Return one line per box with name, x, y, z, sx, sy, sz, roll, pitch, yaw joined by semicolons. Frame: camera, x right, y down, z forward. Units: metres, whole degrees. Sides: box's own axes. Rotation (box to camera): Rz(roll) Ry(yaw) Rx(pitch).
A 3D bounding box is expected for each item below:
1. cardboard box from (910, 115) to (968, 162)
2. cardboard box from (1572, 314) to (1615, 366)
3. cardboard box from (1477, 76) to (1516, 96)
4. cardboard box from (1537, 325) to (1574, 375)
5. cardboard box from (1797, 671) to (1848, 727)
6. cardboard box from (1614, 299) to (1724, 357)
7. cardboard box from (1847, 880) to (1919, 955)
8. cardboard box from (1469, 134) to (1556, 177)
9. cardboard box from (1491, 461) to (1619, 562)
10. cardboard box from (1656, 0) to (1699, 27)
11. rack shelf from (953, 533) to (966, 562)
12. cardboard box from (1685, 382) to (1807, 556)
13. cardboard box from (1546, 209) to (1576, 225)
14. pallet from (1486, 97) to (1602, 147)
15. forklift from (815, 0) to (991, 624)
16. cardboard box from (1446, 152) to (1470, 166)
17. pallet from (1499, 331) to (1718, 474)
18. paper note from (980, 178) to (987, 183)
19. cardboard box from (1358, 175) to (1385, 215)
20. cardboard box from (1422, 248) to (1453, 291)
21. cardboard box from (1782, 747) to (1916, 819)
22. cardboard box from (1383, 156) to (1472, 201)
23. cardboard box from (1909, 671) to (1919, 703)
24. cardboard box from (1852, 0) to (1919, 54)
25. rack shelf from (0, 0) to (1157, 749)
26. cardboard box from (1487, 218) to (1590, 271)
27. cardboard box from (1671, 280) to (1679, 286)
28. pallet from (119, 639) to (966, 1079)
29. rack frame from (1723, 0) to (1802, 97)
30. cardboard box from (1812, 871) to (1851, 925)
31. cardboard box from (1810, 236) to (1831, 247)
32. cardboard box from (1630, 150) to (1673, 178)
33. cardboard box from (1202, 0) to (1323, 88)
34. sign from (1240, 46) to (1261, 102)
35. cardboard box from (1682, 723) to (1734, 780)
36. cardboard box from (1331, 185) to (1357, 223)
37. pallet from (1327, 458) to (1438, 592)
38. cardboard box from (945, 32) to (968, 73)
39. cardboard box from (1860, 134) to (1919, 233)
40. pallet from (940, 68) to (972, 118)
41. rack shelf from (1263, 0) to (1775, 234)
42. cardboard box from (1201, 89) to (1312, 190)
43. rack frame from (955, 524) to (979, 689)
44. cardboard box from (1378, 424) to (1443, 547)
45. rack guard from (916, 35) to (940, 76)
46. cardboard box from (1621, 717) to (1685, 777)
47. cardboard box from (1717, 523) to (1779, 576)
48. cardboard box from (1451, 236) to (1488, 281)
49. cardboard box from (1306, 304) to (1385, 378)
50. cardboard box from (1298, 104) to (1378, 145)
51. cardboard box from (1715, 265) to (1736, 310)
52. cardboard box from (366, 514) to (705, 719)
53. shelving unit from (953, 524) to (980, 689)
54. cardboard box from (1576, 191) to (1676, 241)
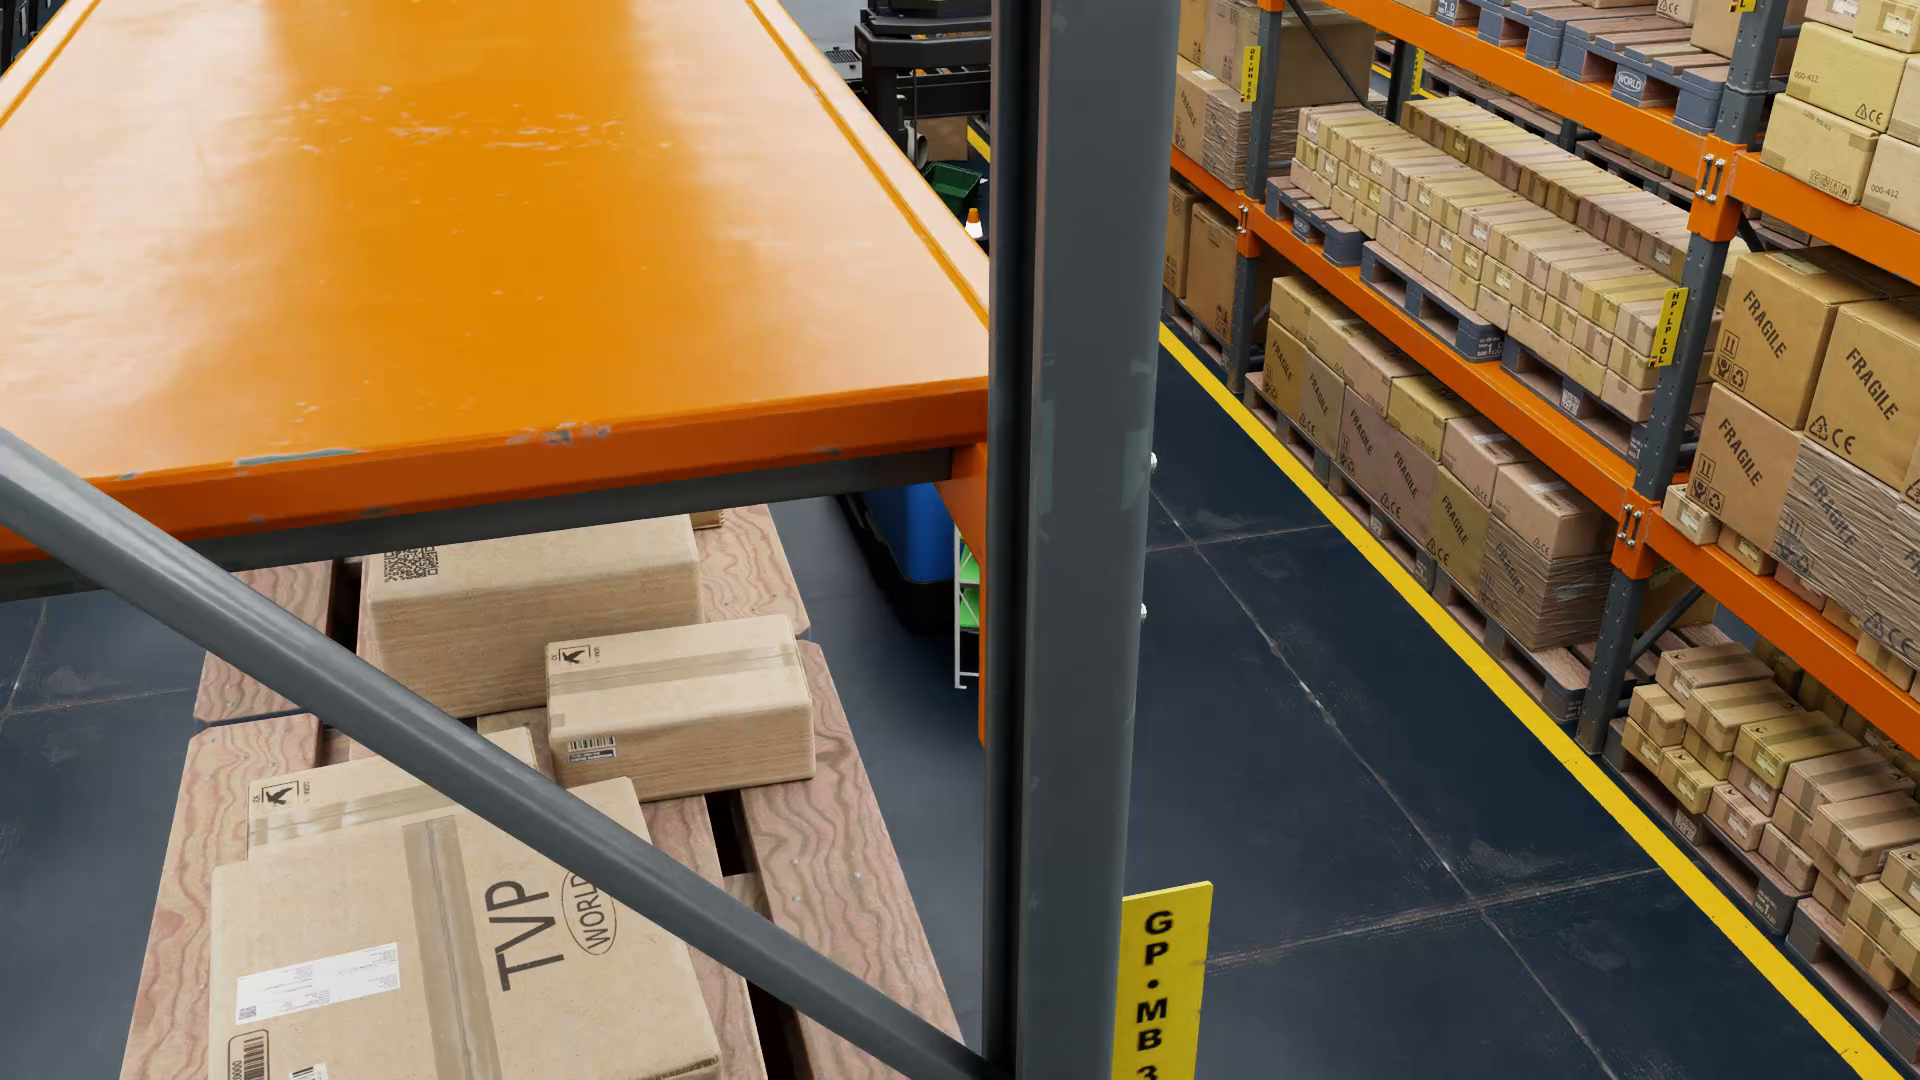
cardboard box;-0.203;-3.805;15.322;0.500;0.500;0.500;-3;30;-5
cardboard box;2.954;-0.903;7.351;0.380;0.149;0.250;-8;31;-13
cardboard box;5.539;-4.747;16.532;0.500;0.500;0.500;-11;32;-18
cardboard box;2.891;-0.893;7.630;0.380;0.149;0.250;-8;31;-13
cardboard box;3.773;0.641;6.980;0.380;0.149;0.250;-7;31;-13
cardboard box;3.027;-0.907;7.060;0.380;0.149;0.250;-6;31;-11
cardboard box;3.487;1.353;6.049;0.380;0.149;0.250;-8;31;-14
cardboard box;3.040;-2.119;9.154;0.380;0.149;0.250;-7;31;-12
cardboard box;2.880;-0.159;7.858;0.500;0.250;0.500;-9;31;-15
cardboard box;3.290;-2.303;6.910;0.500;0.311;0.500;-8;31;-14
rack shelf;0.129;-0.074;7.828;0.258;0.148;0.480;4;30;7
cardboard box;3.210;-0.308;6.391;0.500;0.500;0.500;-8;31;-14
cardboard box;3.243;-1.617;8.584;0.380;0.149;0.250;-8;31;-14
pallet;5.795;-3.996;15.943;1.003;0.211;1.213;-8;31;-13
forklift;-0.173;-1.572;9.040;1.130;2.935;3.031;-8;31;-14
cardboard box;2.975;-2.109;9.434;0.380;0.149;0.250;-7;31;-12
pallet;3.259;-0.714;7.681;1.003;0.211;1.213;-8;31;-13
paper note;0.146;-3.192;14.734;0.142;0.020;0.147;19;35;29
cardboard box;2.410;-1.901;9.075;0.380;0.149;0.250;-8;31;-13
cardboard box;2.605;-1.405;8.514;0.380;0.149;0.250;-9;31;-15
cardboard box;3.435;0.959;6.431;0.380;0.149;0.250;-9;31;-15
cardboard box;2.474;-1.915;8.802;0.380;0.149;0.250;-6;31;-11
cardboard box;3.477;0.510;5.625;0.380;0.149;0.250;-7;31;-11
cardboard box;3.205;-1.722;5.489;0.380;0.149;0.250;-9;31;-15
rack shelf;-0.893;-0.848;2.849;1.077;0.370;4.000;-8;31;-13
cardboard box;2.756;-1.408;7.925;0.380;0.149;0.250;-9;31;-15
cardboard box;3.521;-1.111;7.710;0.380;0.149;0.250;-7;31;-12
pallet;-0.570;0.614;2.290;1.003;0.211;1.213;-8;31;-13
rack frame;3.321;-3.005;5.459;1.000;3.000;0.127;-8;31;-13
cardboard box;3.516;1.345;6.359;0.380;0.149;0.250;-9;31;-15
cardboard box;6.871;-2.381;12.425;0.700;0.500;0.500;-9;31;-16
cardboard box;6.258;-3.459;14.289;0.700;0.500;0.500;-8;31;-14
cardboard box;2.015;-3.279;10.822;0.700;0.500;0.500;-8;31;-14
sign;1.725;-2.766;9.879;0.100;0.325;0.005;-8;31;-13
cardboard box;3.263;0.843;6.930;0.380;0.149;0.250;-8;31;-13
cardboard box;2.327;-1.911;9.388;0.380;0.149;0.250;-6;31;-11
pallet;2.786;-0.168;9.329;1.003;0.211;1.213;-8;31;-13
cardboard box;0.380;-5.148;16.851;0.875;0.875;0.875;-8;31;-13
cardboard box;3.332;-1.143;5.385;0.500;0.250;0.500;-8;31;-14
pallet;0.424;-4.622;17.024;1.003;0.211;1.213;-8;31;-13
rack shelf;2.791;-2.361;8.059;1.077;0.370;4.000;-8;31;-13
cardboard box;1.881;-2.566;10.588;0.500;0.500;0.500;-8;31;-13
rack frame;0.095;0.200;7.707;0.240;1.200;0.015;4;30;7
cardboard box;2.614;-0.329;8.899;0.500;0.500;0.500;-9;31;-14
rack guard;0.130;-5.134;17.621;1.175;0.500;0.348;-8;31;-13
cardboard box;3.108;0.862;7.193;0.380;0.149;0.250;-9;31;-15
cardboard box;3.221;-0.005;6.514;0.380;0.149;0.250;-7;31;-12
cardboard box;2.672;-1.412;8.231;0.380;0.149;0.250;-8;31;-13
cardboard box;2.344;-1.155;9.578;0.500;0.250;0.500;-8;31;-14
cardboard box;2.197;-2.420;9.674;0.380;0.149;0.250;-8;31;-13
cardboard box;3.580;-1.124;7.436;0.380;0.149;0.250;-7;31;-12
cardboard box;-0.712;0.016;2.804;0.500;0.311;0.500;-7;31;-12
shelving unit;0.129;0.079;7.916;0.258;1.200;0.503;4;30;7
cardboard box;3.316;-1.615;8.283;0.380;0.149;0.250;-7;31;-11
